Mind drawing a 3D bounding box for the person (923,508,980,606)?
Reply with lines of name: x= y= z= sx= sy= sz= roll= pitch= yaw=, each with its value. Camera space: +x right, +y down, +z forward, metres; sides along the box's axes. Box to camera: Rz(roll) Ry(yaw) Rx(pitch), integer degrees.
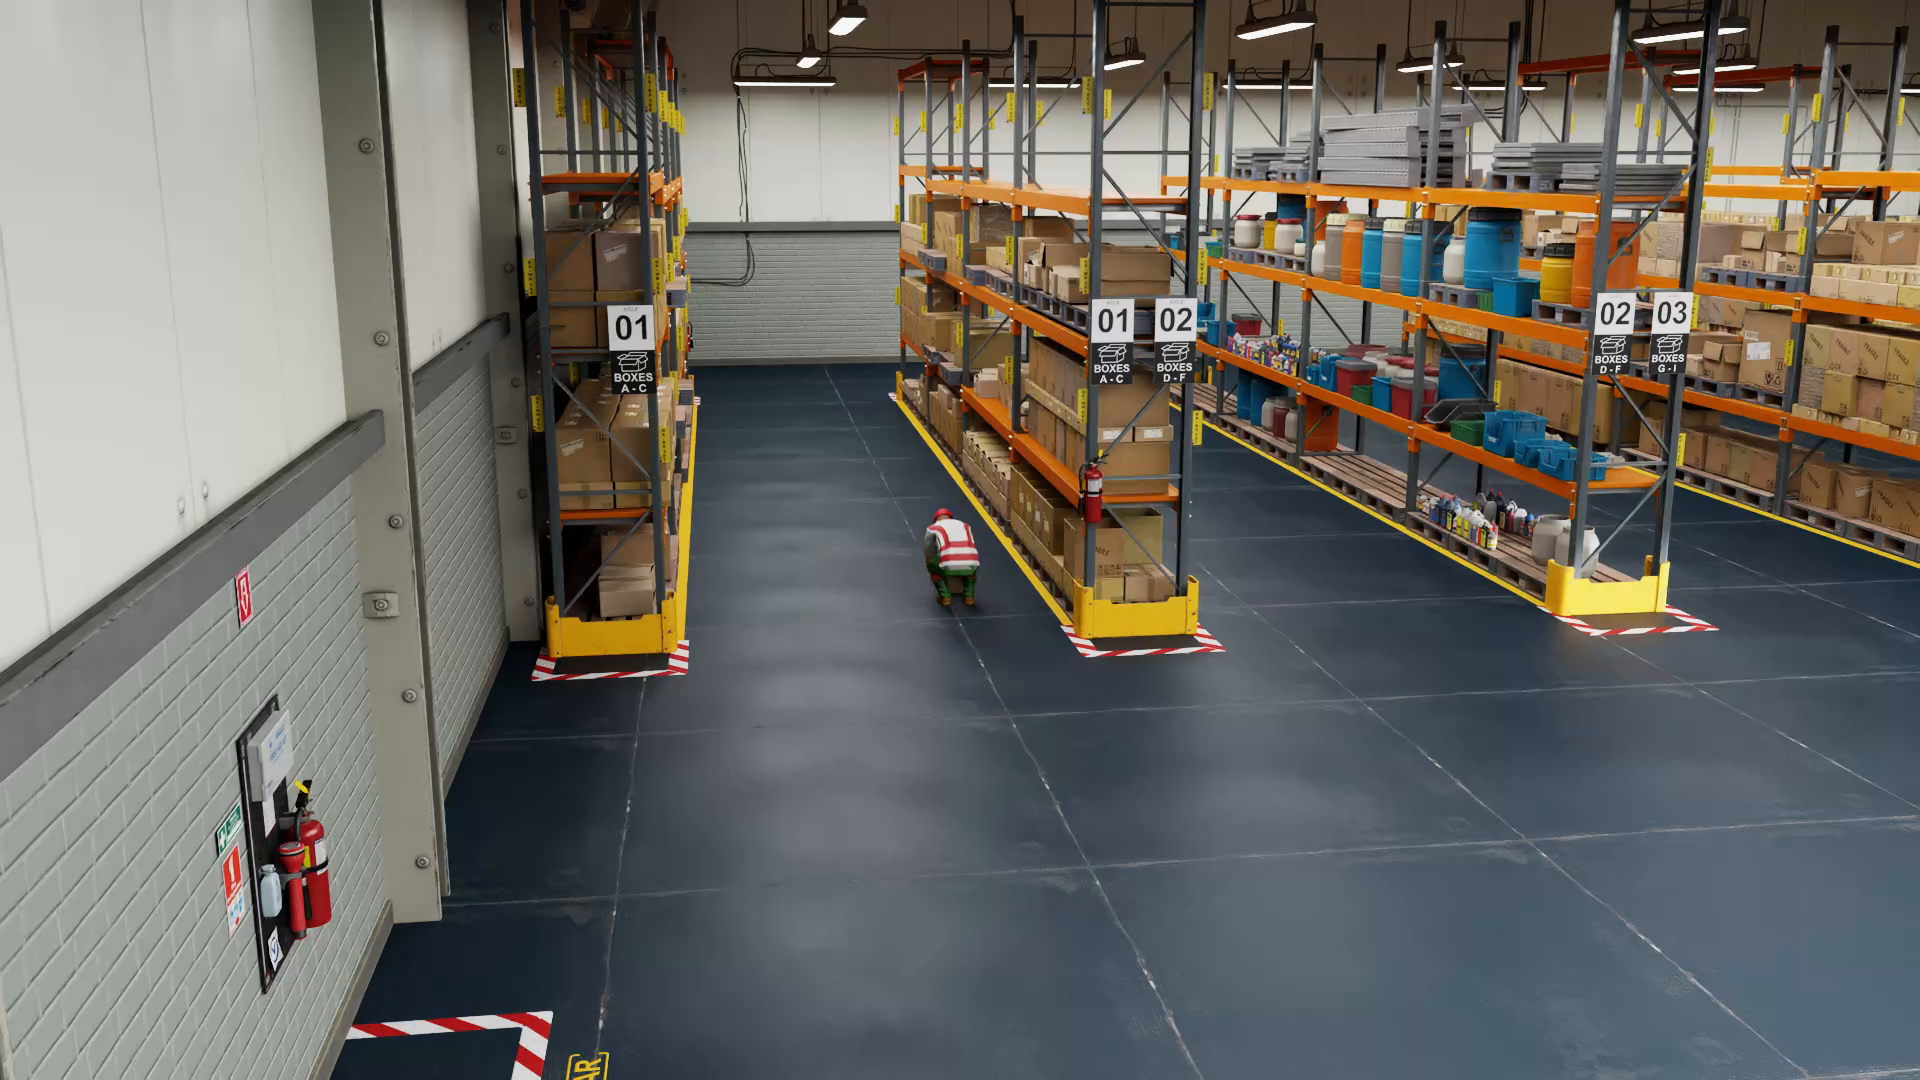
person: x=-0.083 y=0.178 z=17.162 sx=0.568 sy=0.894 sz=0.888 roll=-2 pitch=13 yaw=-8
